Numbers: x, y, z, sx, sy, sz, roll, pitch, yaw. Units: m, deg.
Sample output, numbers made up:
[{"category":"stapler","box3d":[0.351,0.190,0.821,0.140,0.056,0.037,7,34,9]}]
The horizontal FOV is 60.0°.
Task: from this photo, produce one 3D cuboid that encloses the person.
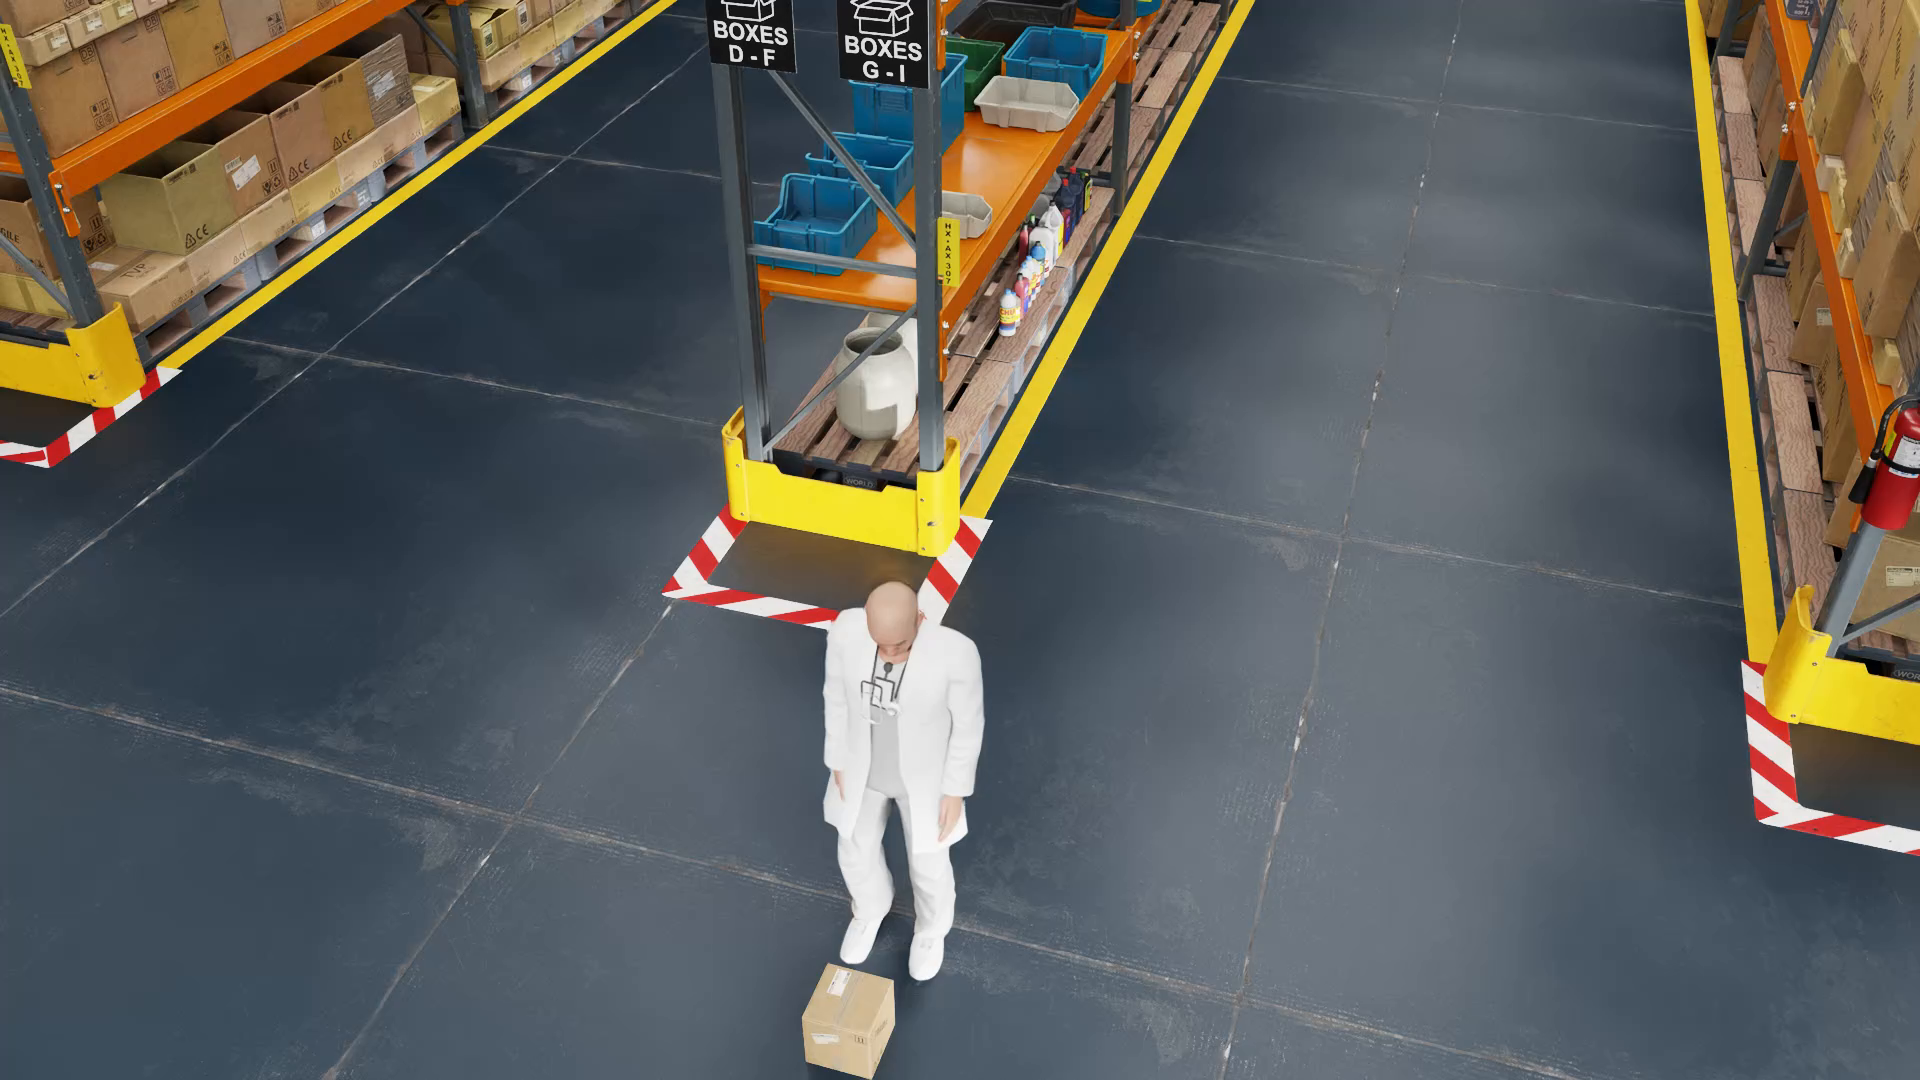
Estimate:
[{"category":"person","box3d":[-0.204,0.825,5.826,0.579,1.753,0.395,11,38,15]}]
